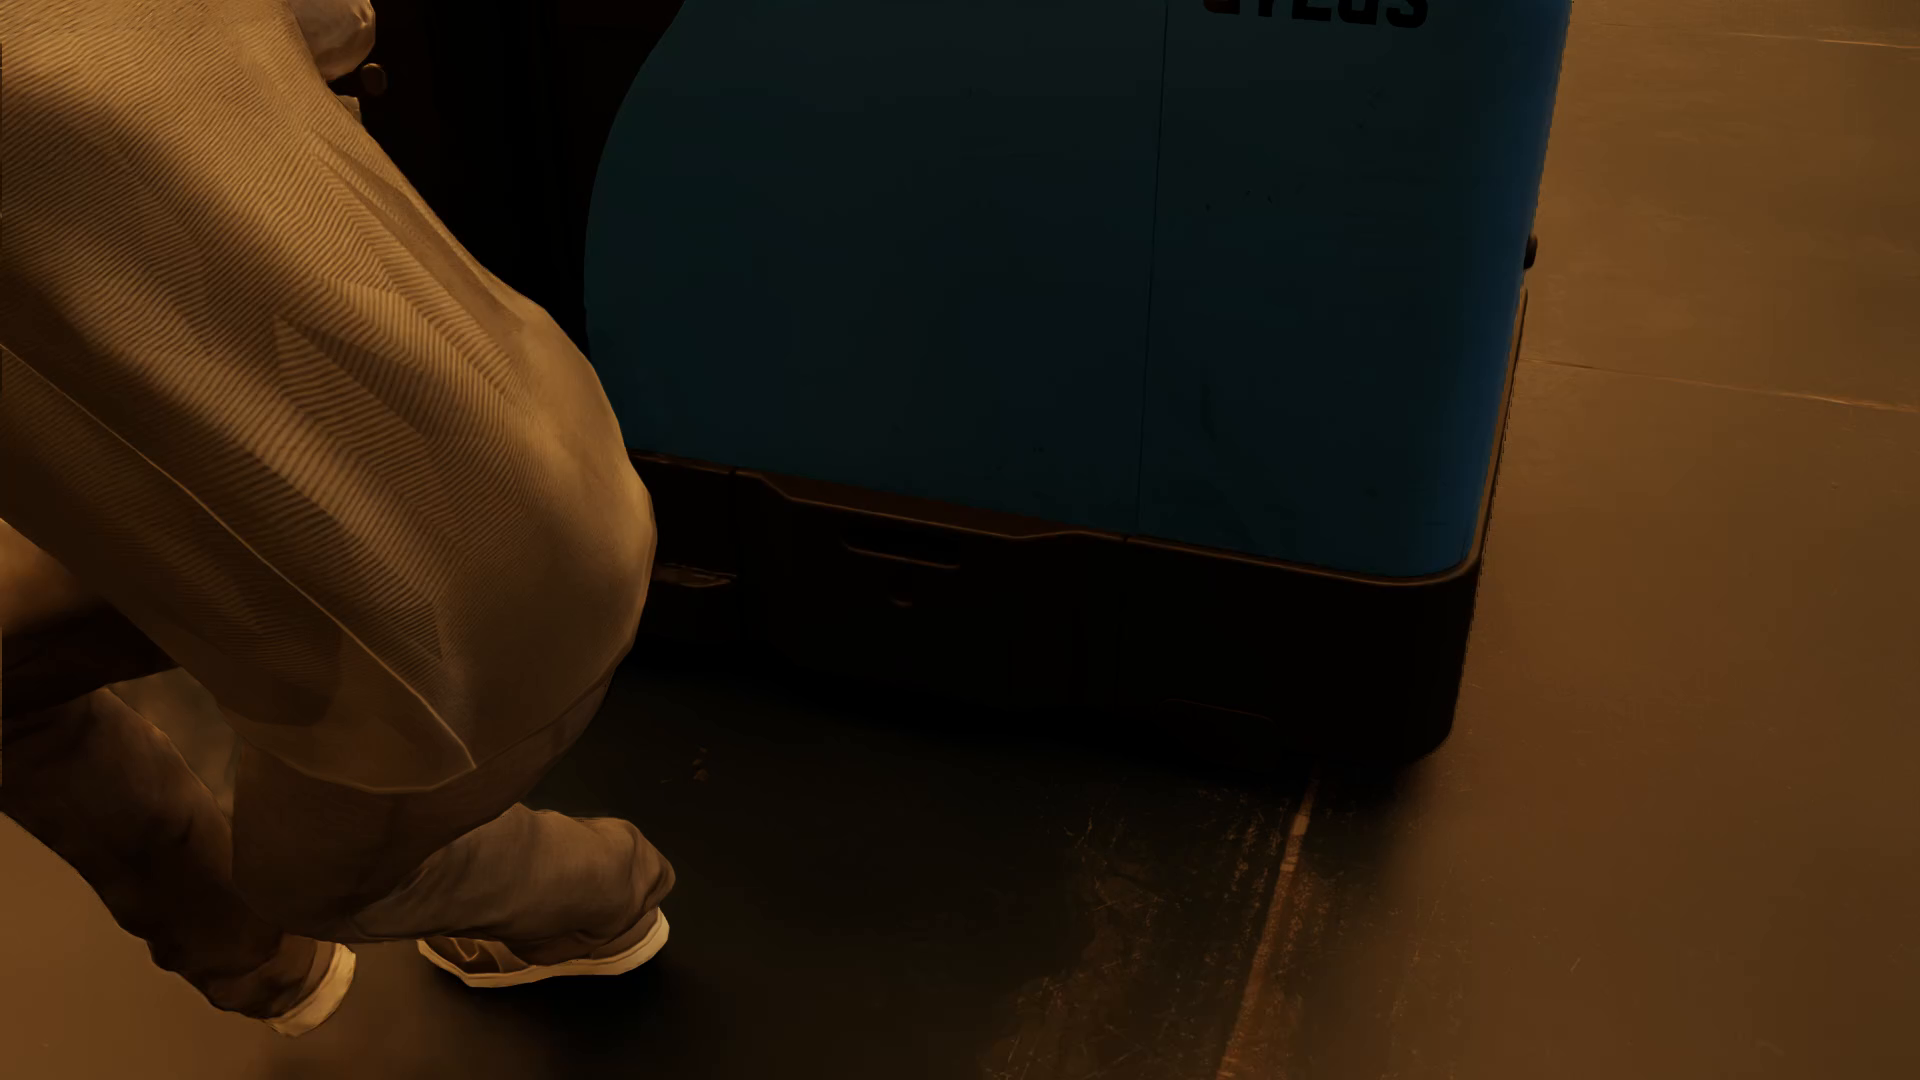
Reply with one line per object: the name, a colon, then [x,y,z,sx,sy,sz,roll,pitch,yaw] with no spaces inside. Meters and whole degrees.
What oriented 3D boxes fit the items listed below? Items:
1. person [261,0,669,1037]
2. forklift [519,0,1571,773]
person: [-0.547,0.091,1.135,0.665,1.178,0.771,-4,30,-7]
forklift: [-0.704,-1.438,2.065,3.031,2.935,1.130,10,31,17]
